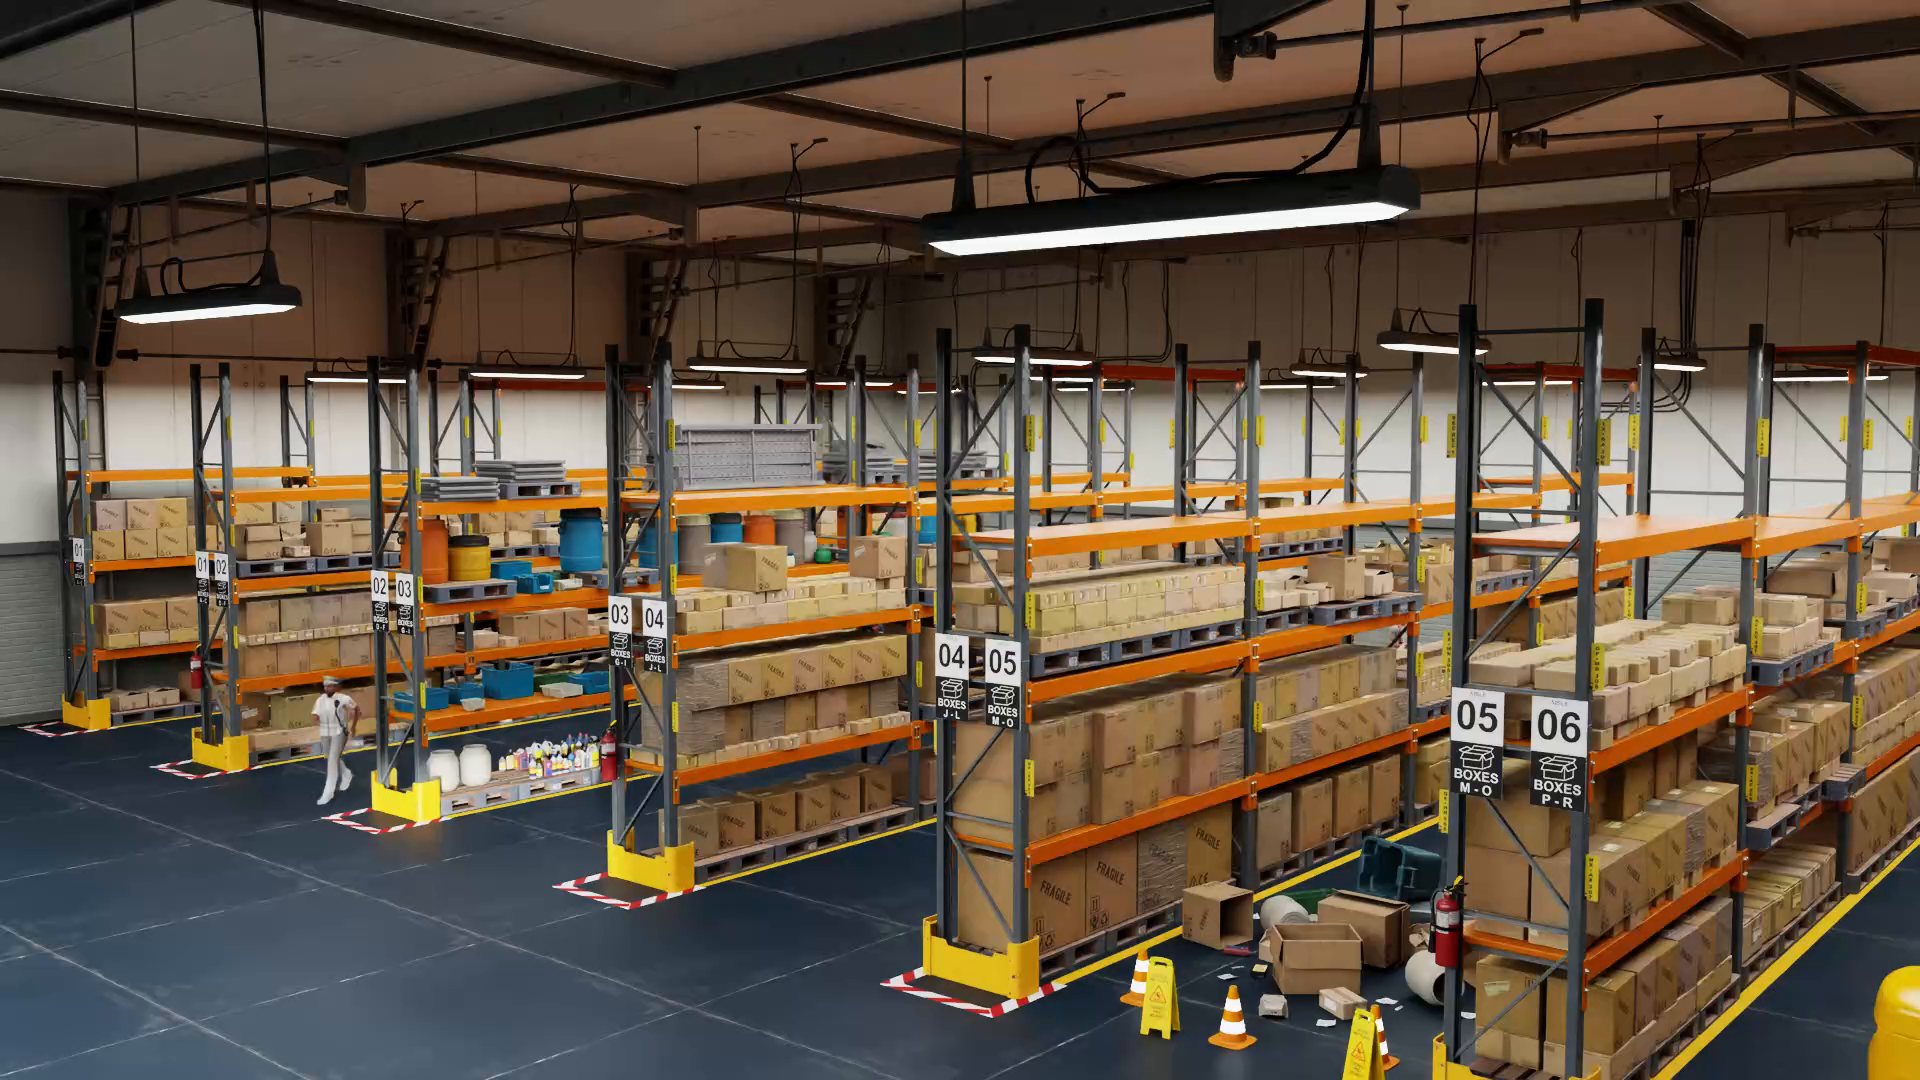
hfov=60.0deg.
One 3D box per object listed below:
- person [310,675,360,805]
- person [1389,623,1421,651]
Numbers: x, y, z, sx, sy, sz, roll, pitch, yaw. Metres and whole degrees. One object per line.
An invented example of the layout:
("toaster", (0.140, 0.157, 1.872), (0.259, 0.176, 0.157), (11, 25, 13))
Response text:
("person", (-8.504, 2.662, 22.618), (0.566, 1.699, 0.929), (1, 4, 11))
("person", (8.140, 2.106, 30.375), (0.670, 1.785, 0.778), (0, 4, -5))
